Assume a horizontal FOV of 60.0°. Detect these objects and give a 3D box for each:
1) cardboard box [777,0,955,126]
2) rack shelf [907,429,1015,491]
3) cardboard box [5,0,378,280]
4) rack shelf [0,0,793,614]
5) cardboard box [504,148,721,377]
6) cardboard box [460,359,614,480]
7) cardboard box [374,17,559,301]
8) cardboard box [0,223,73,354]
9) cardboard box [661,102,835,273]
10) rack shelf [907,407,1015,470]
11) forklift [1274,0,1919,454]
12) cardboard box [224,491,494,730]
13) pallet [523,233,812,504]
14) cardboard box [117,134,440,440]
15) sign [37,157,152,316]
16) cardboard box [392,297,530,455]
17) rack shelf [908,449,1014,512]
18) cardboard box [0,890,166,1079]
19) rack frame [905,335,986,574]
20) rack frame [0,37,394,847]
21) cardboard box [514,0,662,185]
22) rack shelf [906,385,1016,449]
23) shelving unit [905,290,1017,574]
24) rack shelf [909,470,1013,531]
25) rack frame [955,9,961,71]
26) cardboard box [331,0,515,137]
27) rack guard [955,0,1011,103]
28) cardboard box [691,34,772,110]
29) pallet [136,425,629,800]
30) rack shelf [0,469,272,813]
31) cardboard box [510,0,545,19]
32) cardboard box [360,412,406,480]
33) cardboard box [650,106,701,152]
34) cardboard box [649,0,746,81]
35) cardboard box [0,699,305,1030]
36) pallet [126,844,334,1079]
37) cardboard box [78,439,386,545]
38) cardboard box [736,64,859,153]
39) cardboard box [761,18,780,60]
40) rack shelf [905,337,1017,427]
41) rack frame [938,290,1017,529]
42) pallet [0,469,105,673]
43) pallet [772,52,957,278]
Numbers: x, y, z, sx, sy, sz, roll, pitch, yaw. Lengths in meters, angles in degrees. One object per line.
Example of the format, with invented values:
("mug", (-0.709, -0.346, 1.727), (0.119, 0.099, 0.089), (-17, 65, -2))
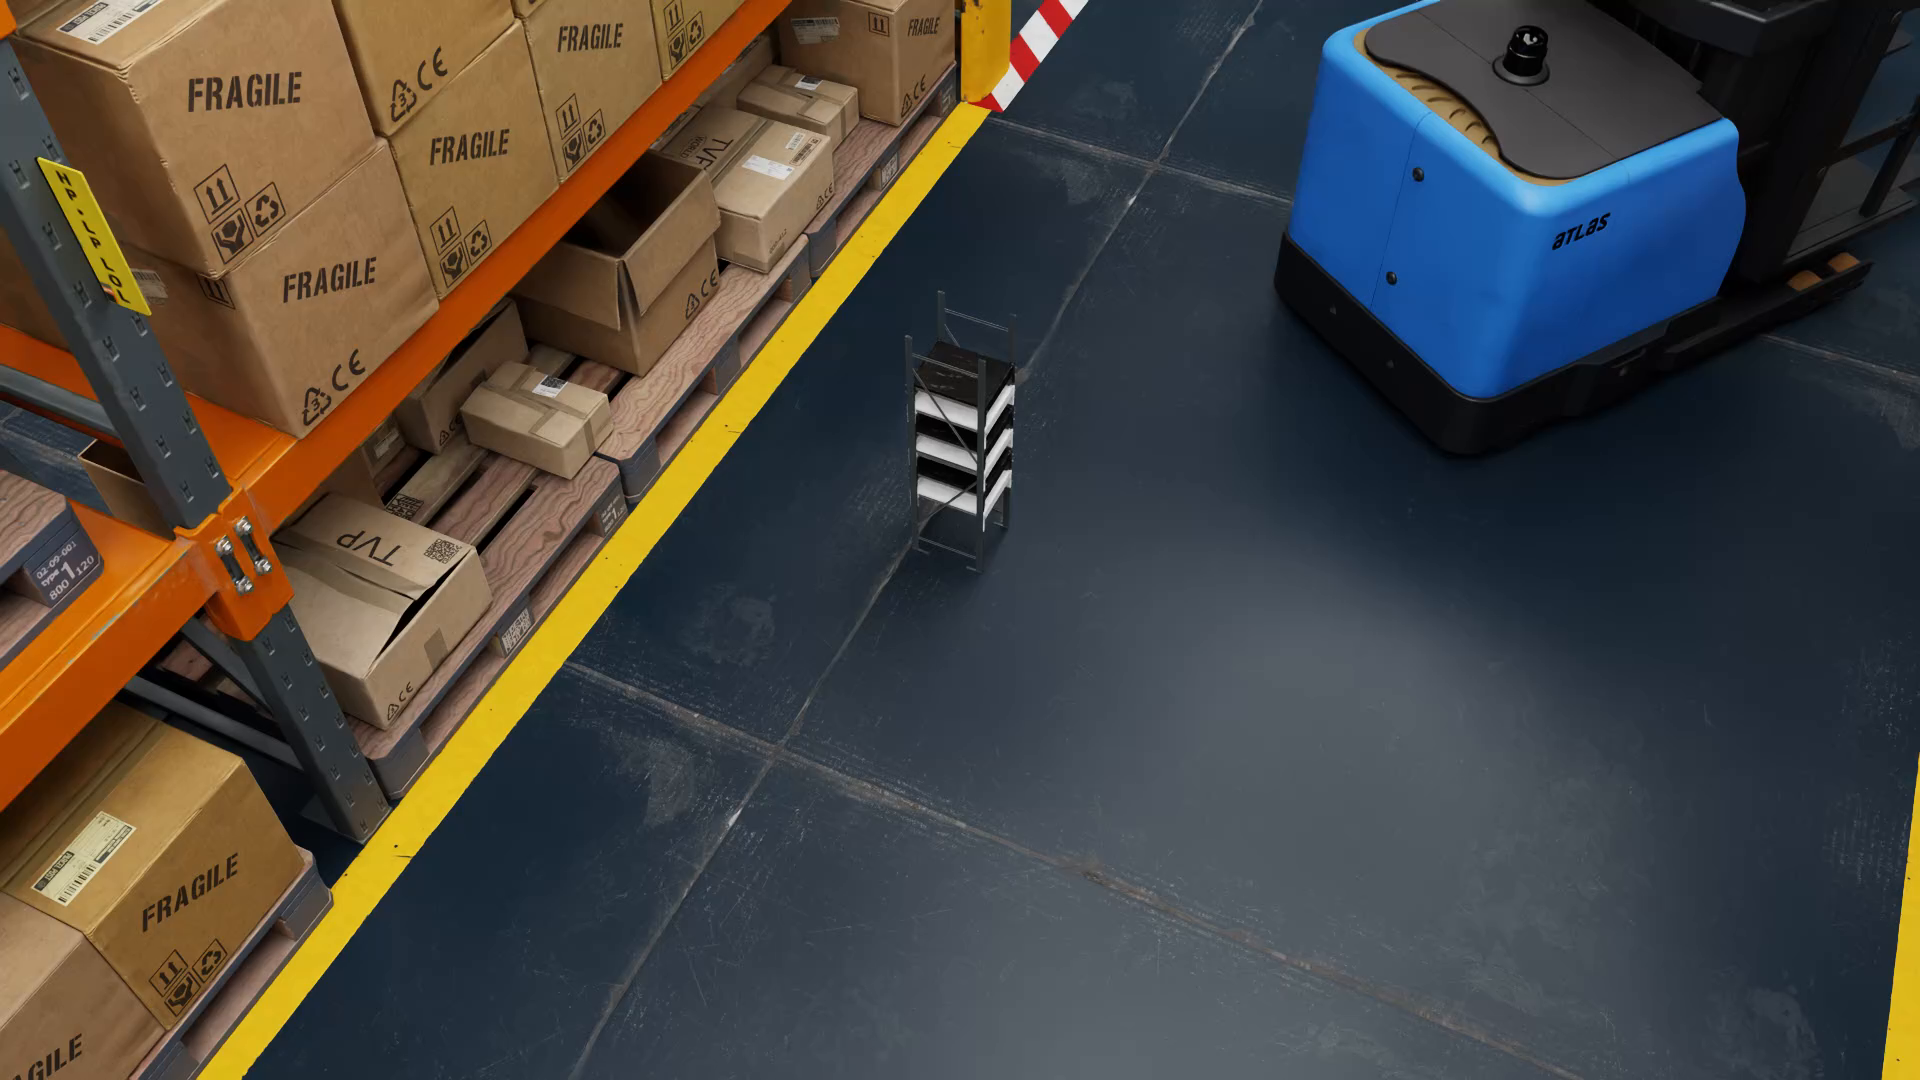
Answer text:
("cardboard box", (-0.351, -1.973, 6.312), (0.500, 0.500, 0.500), (20, 52, 16))
("rack shelf", (0.003, -0.276, 4.937), (0.258, 0.077, 0.200), (20, 52, 16))
("cardboard box", (-1.594, -0.930, 3.350), (0.500, 0.500, 0.500), (21, 53, 17))
("rack shelf", (-1.196, -1.485, 5.016), (1.077, 0.370, 4.000), (20, 52, 16))
("cardboard box", (-1.252, -0.970, 5.456), (0.797, 0.503, 0.637), (20, 52, 16))
("cardboard box", (-1.315, -0.383, 5.178), (0.380, 0.166, 0.250), (20, 52, 16))
("cardboard box", (-1.370, -0.989, 4.057), (0.500, 0.500, 0.500), (21, 53, 17))
("cardboard box", (-2.068, -0.801, 3.896), (0.500, 0.500, 0.500), (21, 53, 17))
("cardboard box", (-0.784, -1.248, 5.859), (0.500, 0.250, 0.500), (20, 52, 16))
("rack shelf", (0.003, -0.334, 4.869), (0.258, 0.077, 0.200), (20, 52, 16))
("forklift", (2.656, -2.069, 5.086), (3.031, 2.935, 1.130), (-24, 54, -19))
("cardboard box", (-1.675, 0.169, 4.613), (0.500, 0.311, 0.500), (20, 52, 16))
("pallet", (-1.236, -0.753, 5.752), (1.003, 0.211, 1.213), (20, 52, 16))
("cardboard box", (-1.586, -0.636, 3.756), (0.500, 0.500, 0.500), (21, 53, 17))
("sign", (-1.547, -0.538, 2.978), (0.100, 0.325, 0.005), (20, 52, 16))
("cardboard box", (-1.743, -0.613, 5.279), (0.500, 0.311, 0.500), (20, 52, 16))
("rack shelf", (0.003, -0.217, 5.006), (0.258, 0.077, 0.200), (20, 52, 16))
("cardboard box", (-2.221, 1.097, 3.699), (0.500, 0.500, 0.500), (20, 52, 16))
("rack frame", (-0.040, -0.227, 4.852), (0.240, 0.900, 0.006), (20, 52, 16))
("rack frame", (-2.050, -0.341, 3.571), (1.000, 3.000, 0.127), (20, 52, 16))
("cardboard box", (-1.154, -1.333, 4.349), (0.500, 0.500, 0.500), (20, 52, 16))
("rack shelf", (0.003, -0.392, 4.800), (0.258, 0.077, 0.200), (20, 52, 16))
("shelving unit", (0.003, -0.297, 4.912), (0.258, 0.900, 0.210), (20, 52, 16))
("rack shelf", (0.003, -0.159, 5.075), (0.258, 0.077, 0.200), (20, 52, 16))
("rack frame", (-0.341, -3.095, 5.914), (1.000, 3.000, 0.127), (20, 52, 16))
("cardboard box", (-1.374, -1.286, 3.652), (0.500, 0.500, 0.500), (18, 52, 15))
("rack guard", (-0.374, -2.233, 6.822), (1.175, 0.500, 0.348), (20, 52, 16))
("cardboard box", (-1.044, -1.720, 6.261), (0.500, 0.250, 0.500), (20, 52, 16))
("pallet", (-1.756, 0.090, 5.035), (1.003, 0.211, 1.213), (20, 52, 16))
("rack shelf", (-2.904, 1.269, 2.673), (1.077, 0.370, 4.000), (20, 52, 16))
("cardboard box", (-1.154, -1.640, 3.953), (0.500, 0.500, 0.500), (18, 52, 15))
("cardboard box", (-1.957, -0.322, 5.138), (0.380, 0.149, 0.250), (20, 52, 16))
("cardboard box", (-1.257, -1.376, 5.968), (0.500, 0.250, 0.500), (20, 52, 16))
("cardboard box", (-0.938, -1.684, 4.647), (0.500, 0.500, 0.500), (19, 52, 16))
("cardboard box", (-2.002, 0.760, 3.987), (0.500, 0.500, 0.500), (20, 52, 16))
("pallet", (-2.363, 1.135, 4.146), (1.003, 0.211, 1.213), (20, 52, 16))
("cardboard box", (-2.063, -0.158, 4.767), (0.500, 0.500, 0.500), (20, 52, 16))
("cardboard box", (-0.605, -1.616, 6.227), (0.380, 0.166, 0.250), (20, 52, 16))
("cardboard box", (-0.938, -1.971, 6.529), (0.380, 0.166, 0.250), (20, 52, 16))
("rack shelf", (0.003, -0.451, 4.732), (0.258, 0.077, 0.200), (20, 52, 16))
("rack frame", (0.047, -0.367, 4.972), (0.240, 0.900, 0.006), (20, 52, 16))
("pallet", (-2.490, 0.236, 3.206), (1.003, 0.211, 1.213), (20, 52, 16))
("pallet", (-0.713, -1.590, 6.465), (1.003, 0.211, 1.213), (20, 52, 16))
